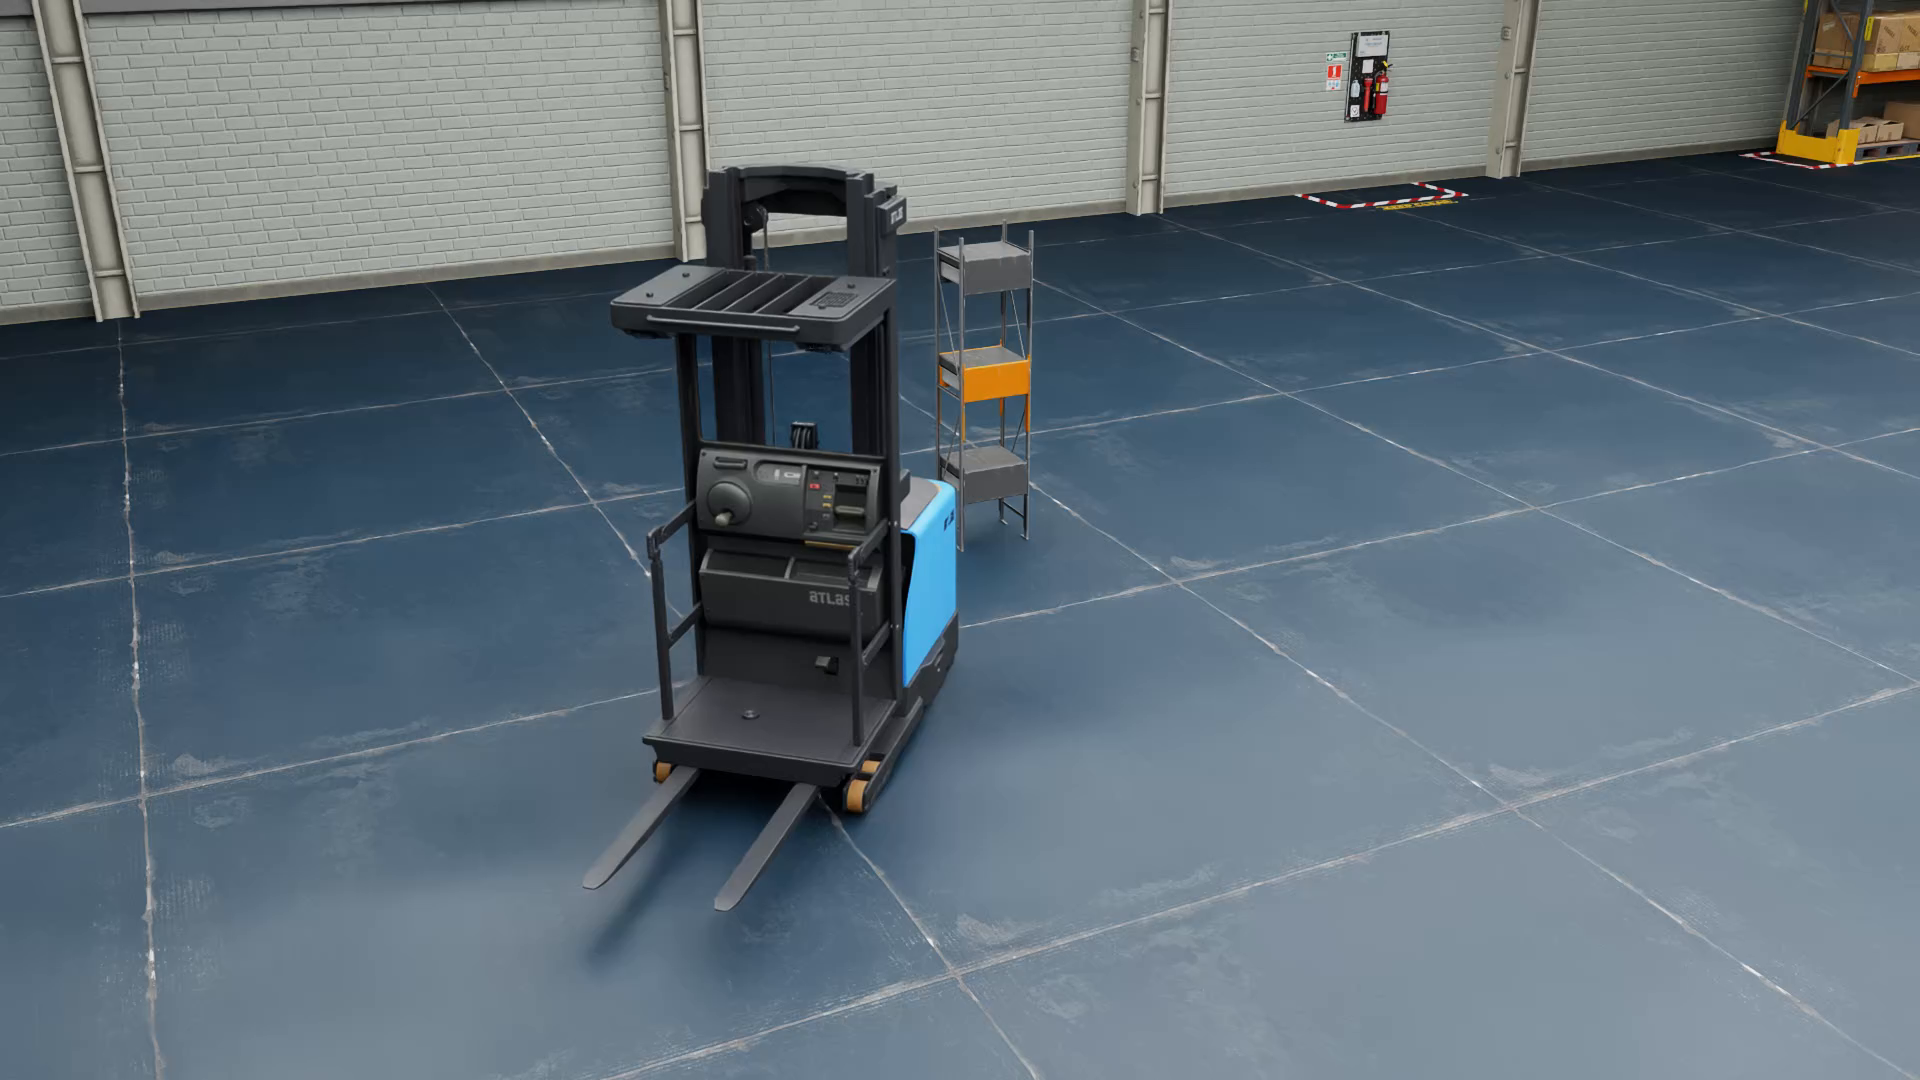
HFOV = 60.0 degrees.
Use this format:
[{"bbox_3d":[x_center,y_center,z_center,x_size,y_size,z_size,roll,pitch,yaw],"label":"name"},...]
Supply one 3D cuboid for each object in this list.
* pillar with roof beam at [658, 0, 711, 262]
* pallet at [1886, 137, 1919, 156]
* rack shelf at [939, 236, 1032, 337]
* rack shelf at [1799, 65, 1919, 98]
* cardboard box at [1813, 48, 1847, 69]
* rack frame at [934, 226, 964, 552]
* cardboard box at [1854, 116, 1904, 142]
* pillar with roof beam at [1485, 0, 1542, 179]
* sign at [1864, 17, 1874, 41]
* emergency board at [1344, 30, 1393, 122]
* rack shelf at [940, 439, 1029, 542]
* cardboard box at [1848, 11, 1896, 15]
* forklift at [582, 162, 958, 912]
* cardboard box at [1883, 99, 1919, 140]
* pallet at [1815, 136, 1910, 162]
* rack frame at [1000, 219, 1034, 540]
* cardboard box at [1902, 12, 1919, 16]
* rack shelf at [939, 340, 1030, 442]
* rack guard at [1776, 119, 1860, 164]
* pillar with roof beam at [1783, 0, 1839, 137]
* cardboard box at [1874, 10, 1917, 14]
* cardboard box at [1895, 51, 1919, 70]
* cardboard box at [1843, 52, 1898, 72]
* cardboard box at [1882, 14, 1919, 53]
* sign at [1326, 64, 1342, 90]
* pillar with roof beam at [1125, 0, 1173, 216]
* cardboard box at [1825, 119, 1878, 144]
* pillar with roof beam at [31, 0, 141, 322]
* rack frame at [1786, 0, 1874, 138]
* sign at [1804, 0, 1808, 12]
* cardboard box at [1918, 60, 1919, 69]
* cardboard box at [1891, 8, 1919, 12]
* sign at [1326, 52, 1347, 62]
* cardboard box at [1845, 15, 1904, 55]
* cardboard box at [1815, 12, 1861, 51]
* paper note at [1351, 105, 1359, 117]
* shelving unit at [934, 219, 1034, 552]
[{"bbox_3d":[-1.164,-5.913,13.769,0.400,9.000,9.100,-10,25,-24],"label":"pillar with roof beam"},{"bbox_3d":[14.846,-6.244,26.058,1.213,0.211,1.003,-10,25,-24],"label":"pallet"},{"bbox_3d":[0.149,-1.632,10.652,0.480,0.518,0.431,-10,25,-24],"label":"rack shelf"},{"bbox_3d":[14.734,-7.195,25.652,4.000,0.370,1.077,-10,25,-24],"label":"rack shelf"},{"bbox_3d":[13.269,-7.280,25.086,0.500,0.250,0.500,-10,25,-23],"label":"cardboard box"},{"bbox_3d":[-0.071,-0.957,10.817,0.015,2.100,0.400,-10,25,-24],"label":"rack frame"},{"bbox_3d":[14.108,-6.335,25.573,0.500,0.311,0.500,-8,24,-19],"label":"cardboard box"},{"bbox_3d":[9.649,-7.903,18.577,0.400,9.000,9.100,-10,25,-24],"label":"pillar with roof beam"},{"bbox_3d":[13.168,-7.409,24.095,0.005,0.325,0.100,-10,25,-24],"label":"sign"},{"bbox_3d":[5.538,-6.218,22.350,0.643,1.169,0.194,-10,25,-24],"label":"emergency board"},{"bbox_3d":[0.149,-0.338,11.188,0.480,0.518,0.431,-10,25,-24],"label":"rack shelf"},{"bbox_3d":[13.723,-7.714,25.153,0.500,0.500,0.500,-10,25,-23],"label":"cardboard box"},{"bbox_3d":[-0.892,-0.193,7.885,1.130,2.935,3.031,6,23,14],"label":"forklift"},{"bbox_3d":[14.791,-6.527,25.790,0.500,0.500,0.700,-12,25,-27],"label":"cardboard box"},{"bbox_3d":[13.748,-6.043,25.572,1.213,0.211,1.003,-10,25,-24],"label":"pallet"},{"bbox_3d":[0.369,-1.038,11.013,0.015,2.100,0.400,-10,25,-24],"label":"rack frame"},{"bbox_3d":[14.411,-7.620,24.927,0.500,0.500,0.500,-11,25,-25],"label":"cardboard box"},{"bbox_3d":[0.149,-0.985,10.920,0.480,0.518,0.431,-10,25,-24],"label":"rack shelf"},{"bbox_3d":[13.001,-6.054,25.221,0.348,0.500,1.175,-10,25,-24],"label":"rack guard"},{"bbox_3d":[15.055,-8.899,20.982,0.400,9.000,9.100,-10,25,-24],"label":"pillar with roof beam"},{"bbox_3d":[14.187,-7.801,25.364,0.500,0.500,0.500,-11,25,-25],"label":"cardboard box"},{"bbox_3d":[13.971,-7.199,24.889,0.500,0.250,0.500,-11,25,-25],"label":"cardboard box"},{"bbox_3d":[13.510,-7.108,24.669,0.500,0.250,0.500,-11,25,-25],"label":"cardboard box"},{"bbox_3d":[13.942,-7.537,24.725,0.500,0.500,0.500,-10,25,-23],"label":"cardboard box"},{"bbox_3d":[4.995,-6.179,22.208,0.234,0.329,0.001,-10,25,-24],"label":"sign"},{"bbox_3d":[4.242,-6.908,16.173,0.400,9.000,9.100,-10,25,-24],"label":"pillar with roof beam"},{"bbox_3d":[13.595,-6.241,25.345,0.500,0.311,0.500,-14,26,-30],"label":"cardboard box"},{"bbox_3d":[-6.570,-4.918,11.364,0.400,9.000,9.100,-10,25,-24],"label":"pillar with roof beam"},{"bbox_3d":[12.932,-7.196,24.713,0.127,3.000,1.000,-10,25,-24],"label":"rack frame"},{"bbox_3d":[12.710,-8.072,24.901,0.005,0.325,0.100,-10,25,-24],"label":"sign"},{"bbox_3d":[14.433,-7.281,25.088,0.500,0.250,0.500,-11,25,-24],"label":"cardboard box"},{"bbox_3d":[14.640,-7.885,25.566,0.500,0.500,0.500,-10,25,-23],"label":"cardboard box"},{"bbox_3d":[5.003,-6.421,22.101,0.331,0.109,0.001,-10,25,-24],"label":"sign"},{"bbox_3d":[13.493,-7.458,24.535,0.500,0.500,0.500,-10,25,-24],"label":"cardboard box"},{"bbox_3d":[13.265,-7.634,24.960,0.500,0.500,0.500,-11,25,-24],"label":"cardboard box"},{"bbox_3d":[5.349,-5.806,22.505,0.142,0.148,0.016,-10,25,-24],"label":"paper note"},{"bbox_3d":[0.149,-0.998,10.915,0.503,2.100,0.431,-10,25,-24],"label":"shelving unit"}]
